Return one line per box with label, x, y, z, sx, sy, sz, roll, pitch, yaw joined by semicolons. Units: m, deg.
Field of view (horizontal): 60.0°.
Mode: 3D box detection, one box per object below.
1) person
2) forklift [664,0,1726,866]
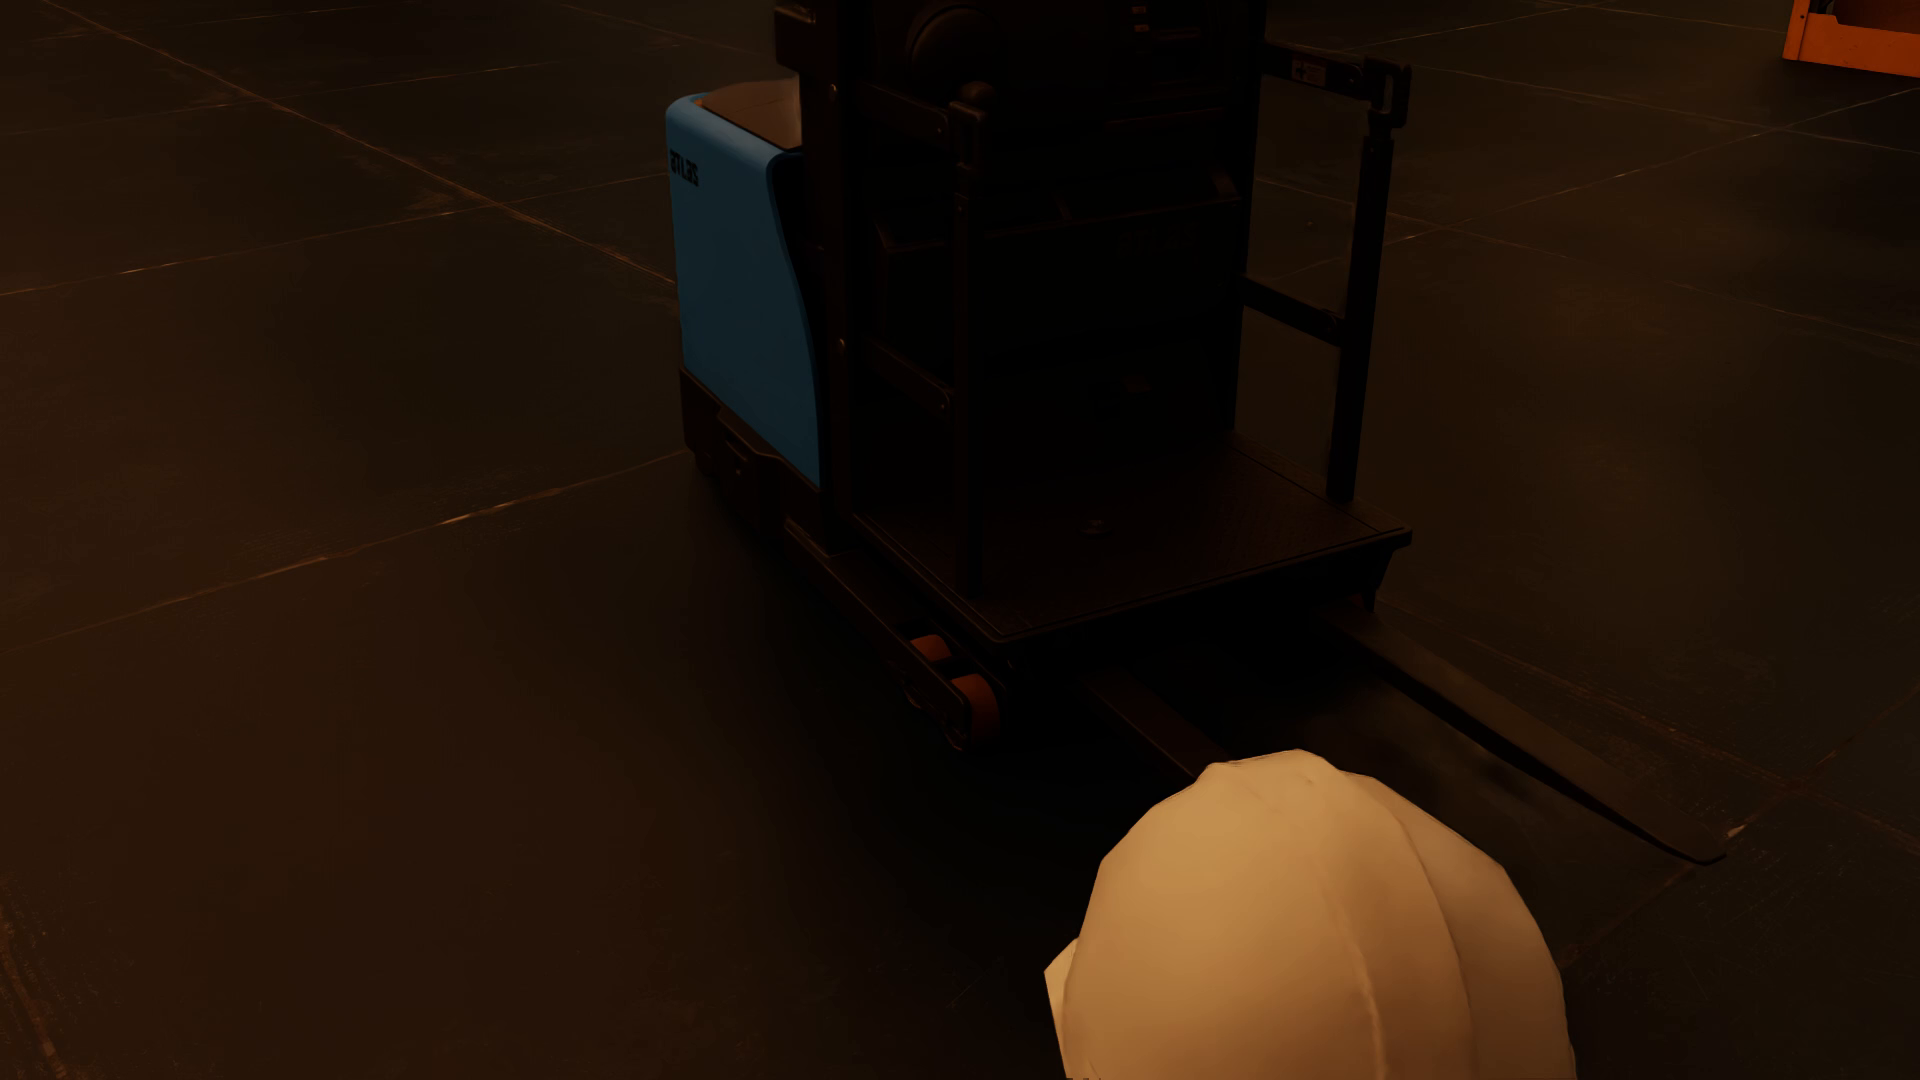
person;0.127;0.812;1.117;0.999;1.627;0.912;-5;27;-11
forklift;0.325;-1.087;3.395;1.130;2.935;3.031;-14;29;-25
